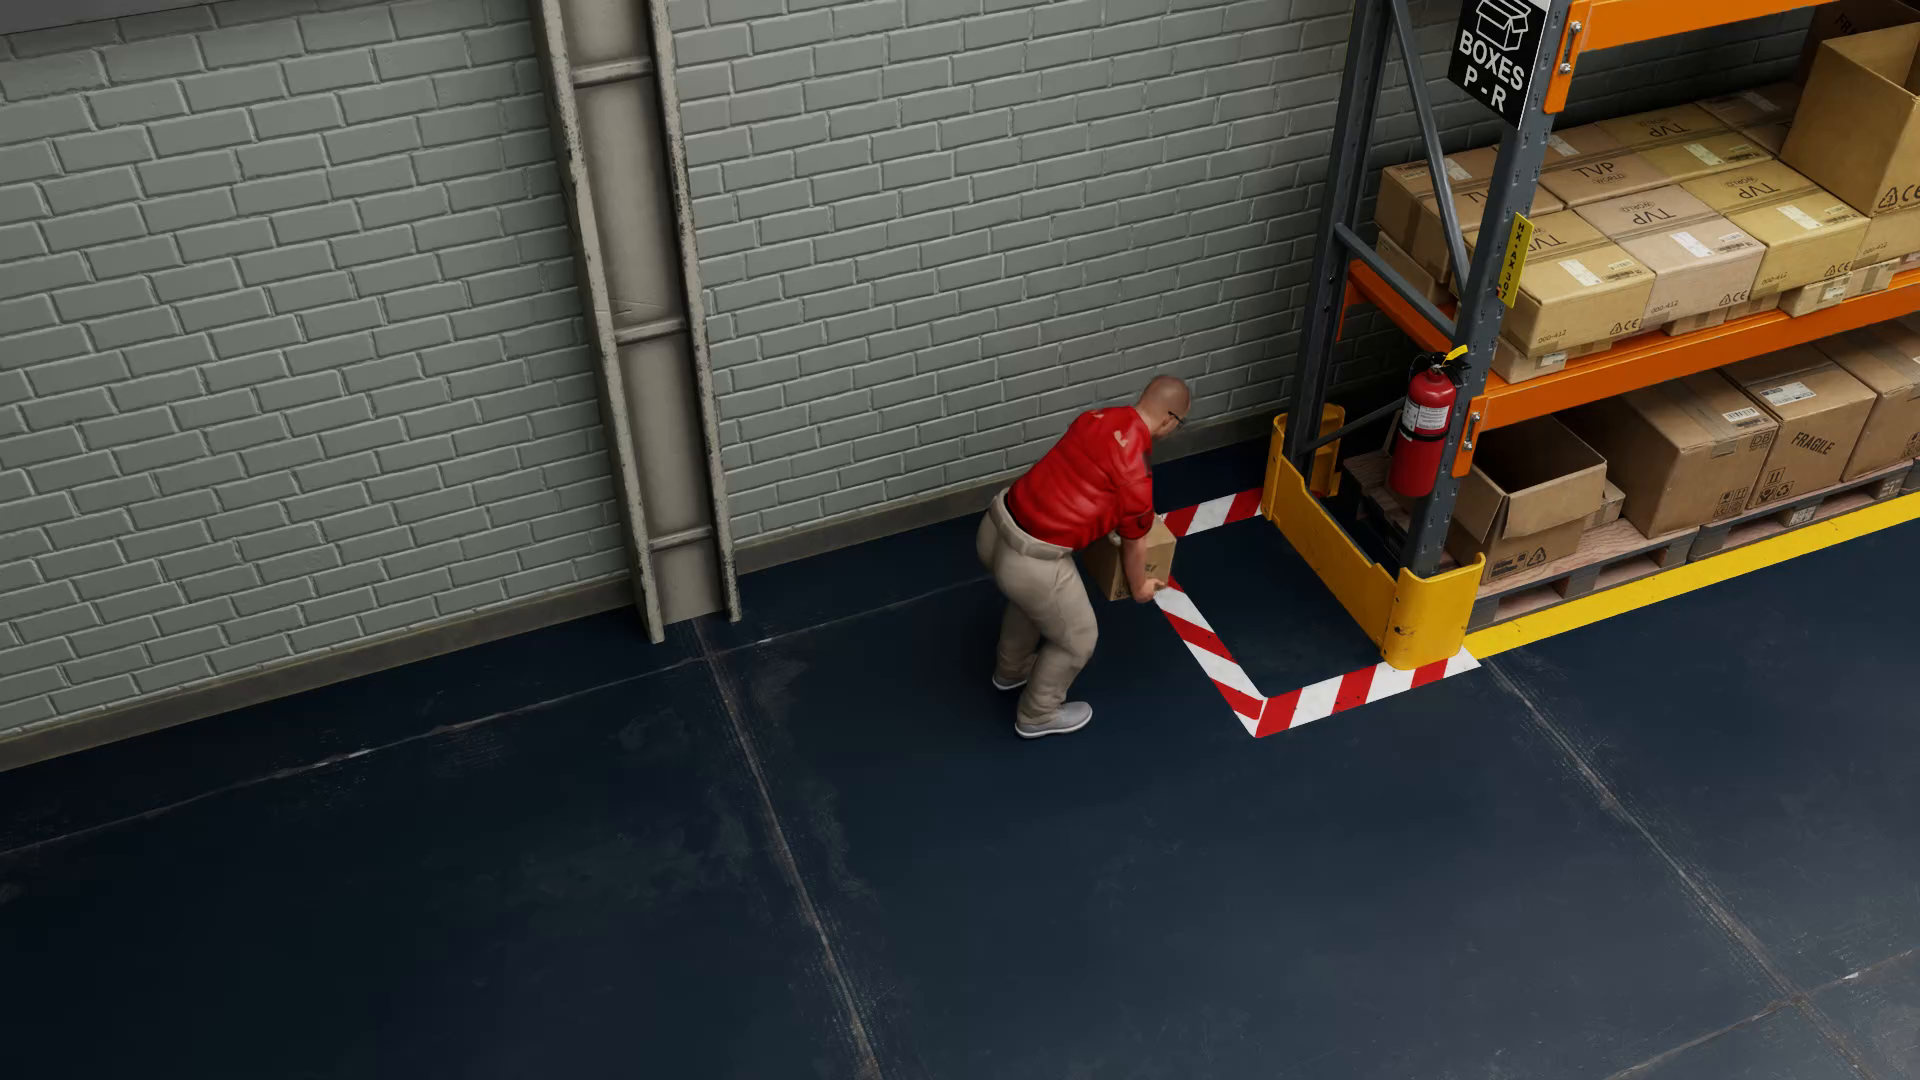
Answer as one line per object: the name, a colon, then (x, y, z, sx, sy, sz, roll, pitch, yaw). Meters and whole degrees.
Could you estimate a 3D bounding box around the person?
person: (0.467, 0.066, 6.315, 0.816, 1.446, 0.488, -16, 44, -18)
